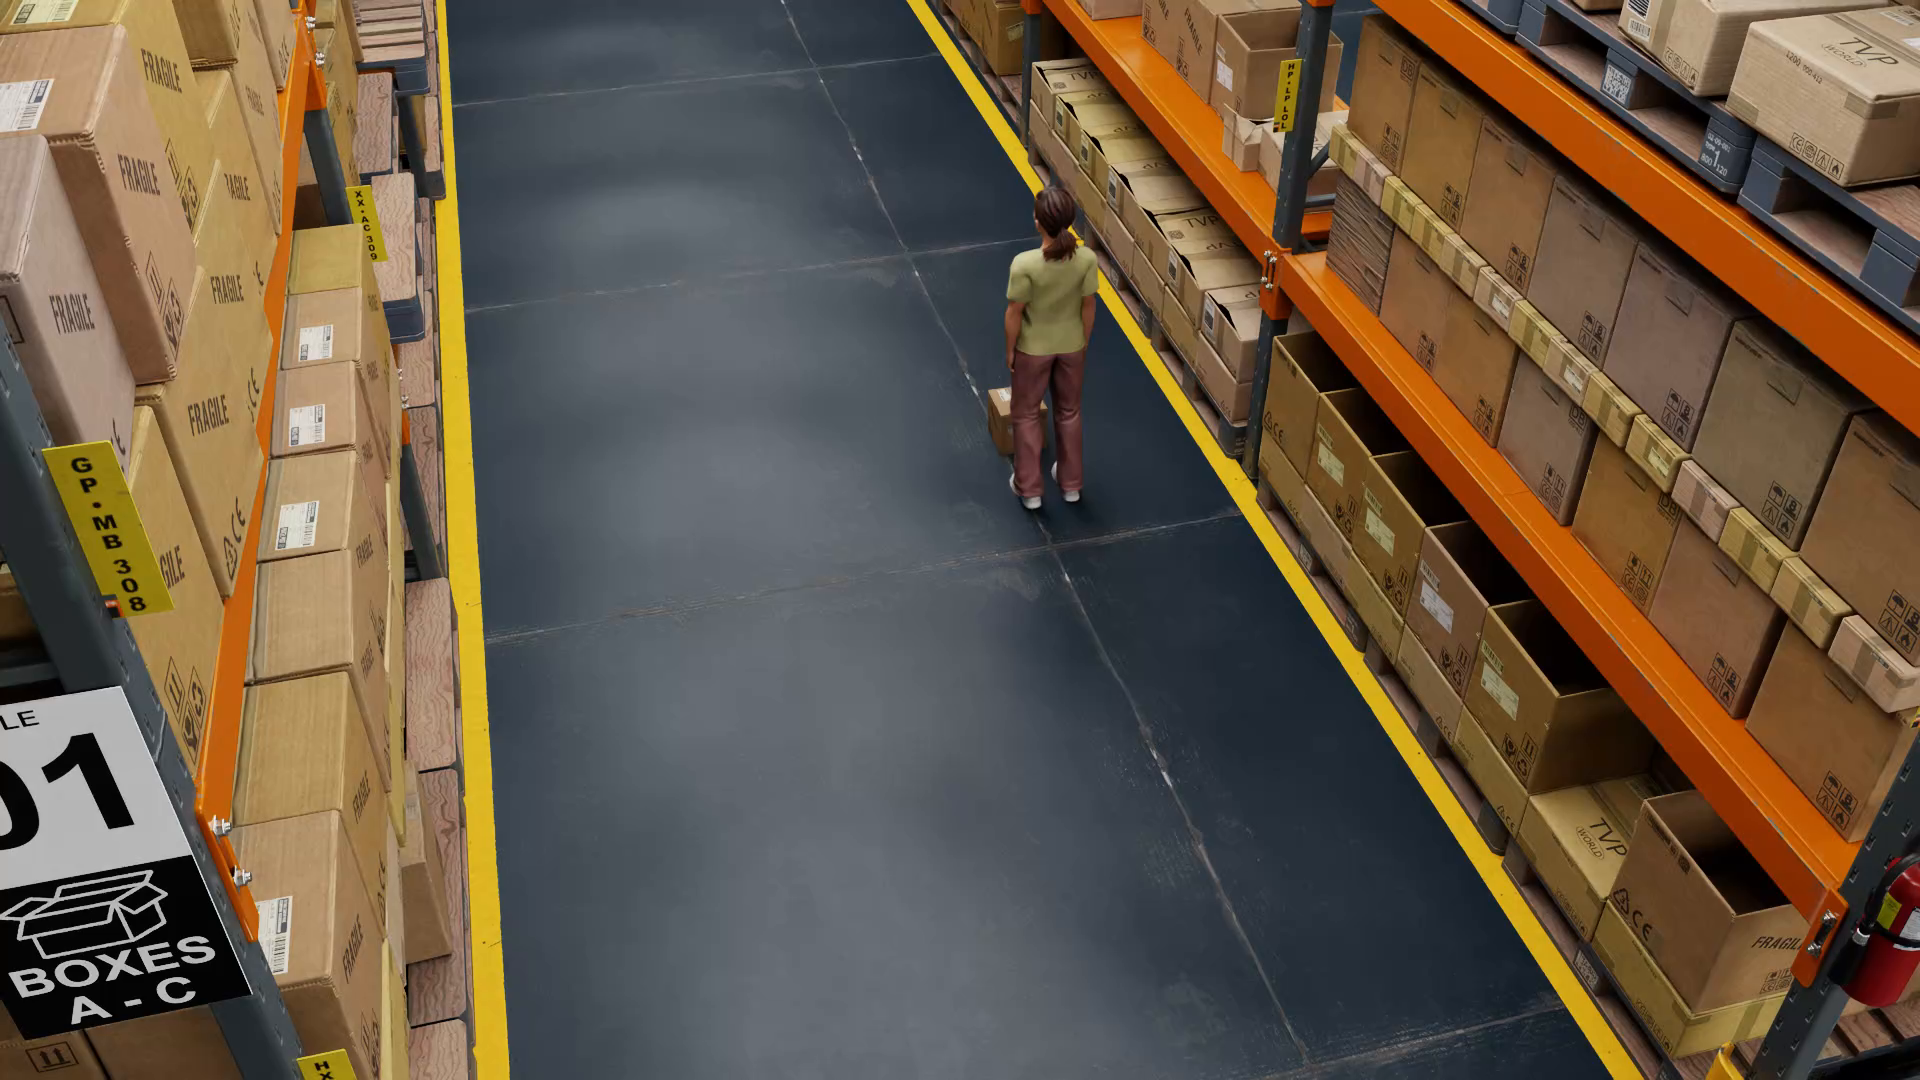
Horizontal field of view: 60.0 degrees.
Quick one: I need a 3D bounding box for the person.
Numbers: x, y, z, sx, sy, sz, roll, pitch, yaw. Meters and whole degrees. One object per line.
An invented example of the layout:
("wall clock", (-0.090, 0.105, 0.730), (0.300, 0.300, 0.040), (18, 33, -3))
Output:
("person", (0.415, -0.892, 7.858), (0.441, 1.676, 0.347), (-9, 39, -11))
